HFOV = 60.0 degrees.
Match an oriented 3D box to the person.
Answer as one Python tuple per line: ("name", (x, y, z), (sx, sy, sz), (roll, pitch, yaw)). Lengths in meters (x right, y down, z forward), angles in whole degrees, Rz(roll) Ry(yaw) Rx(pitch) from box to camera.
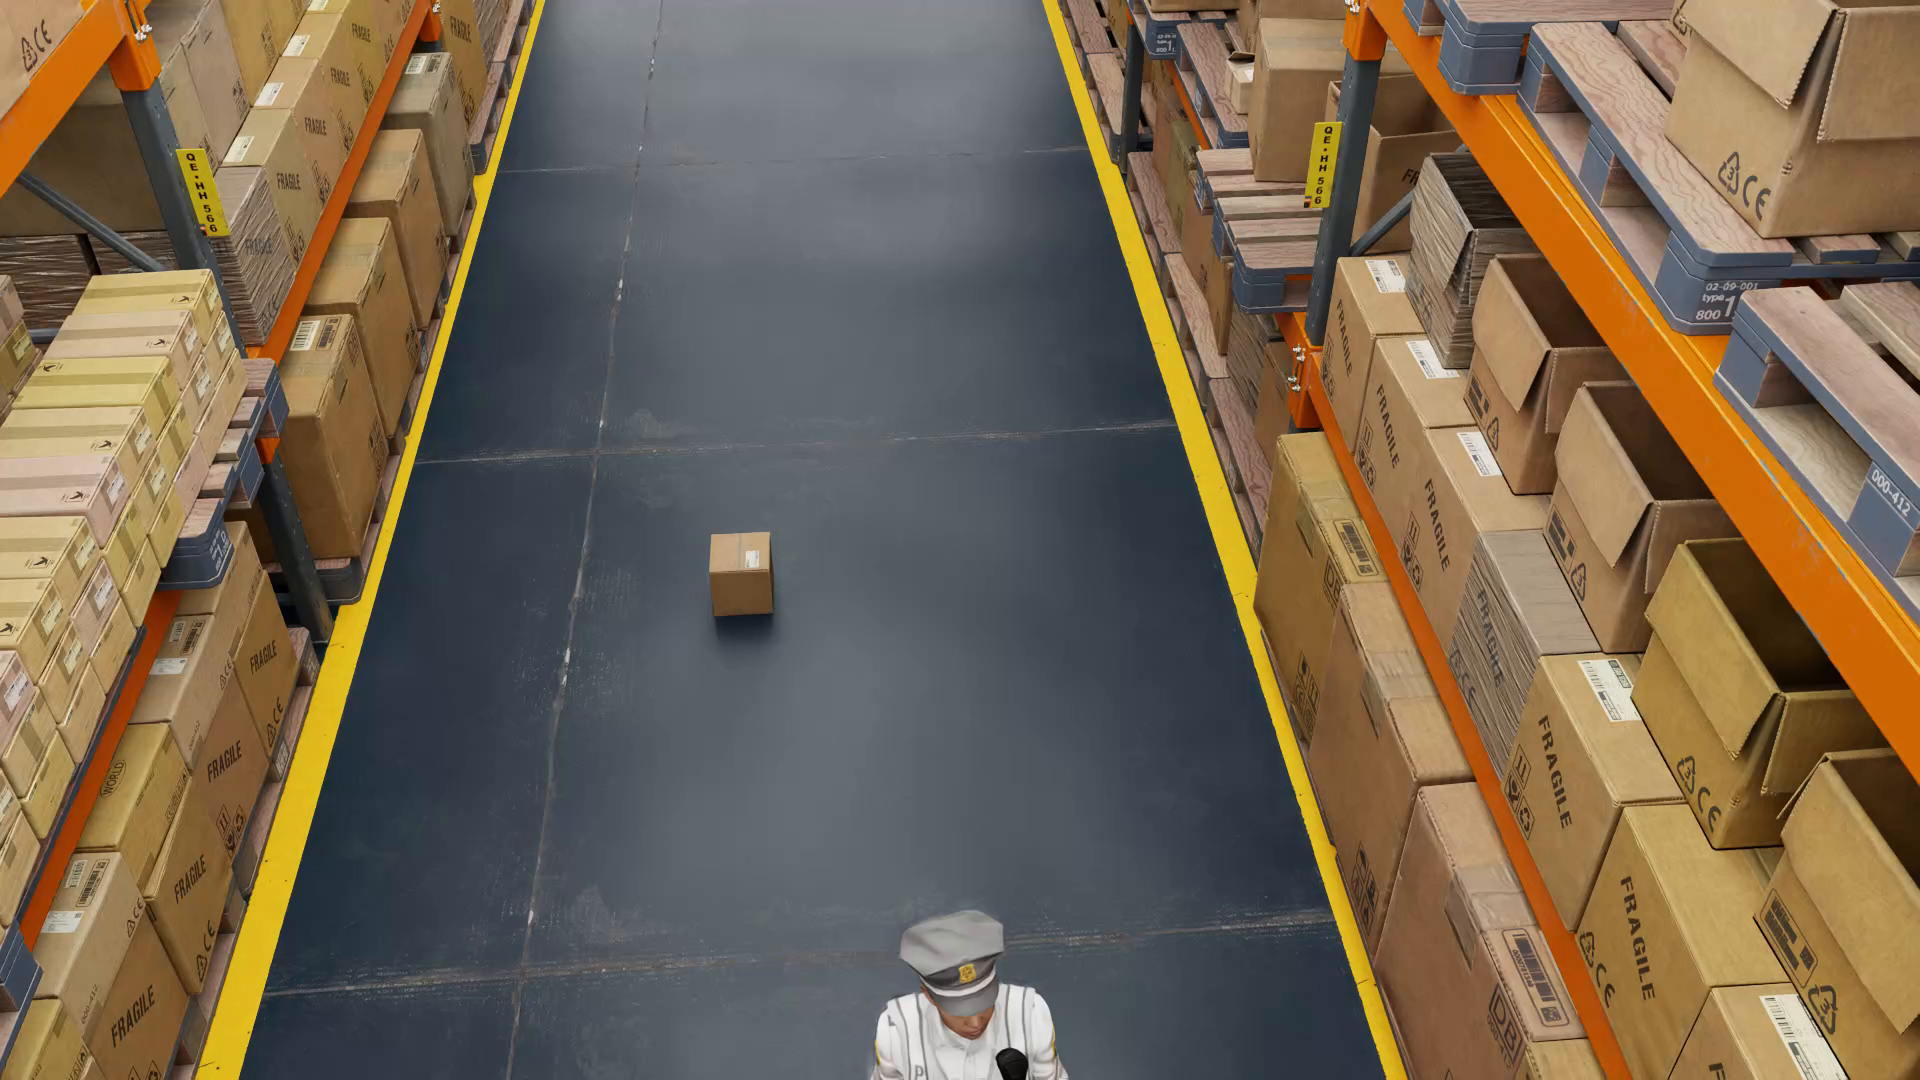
("person", (0.019, 1.495, 4.289), (0.495, 1.654, 0.792), (-7, 40, -8))
